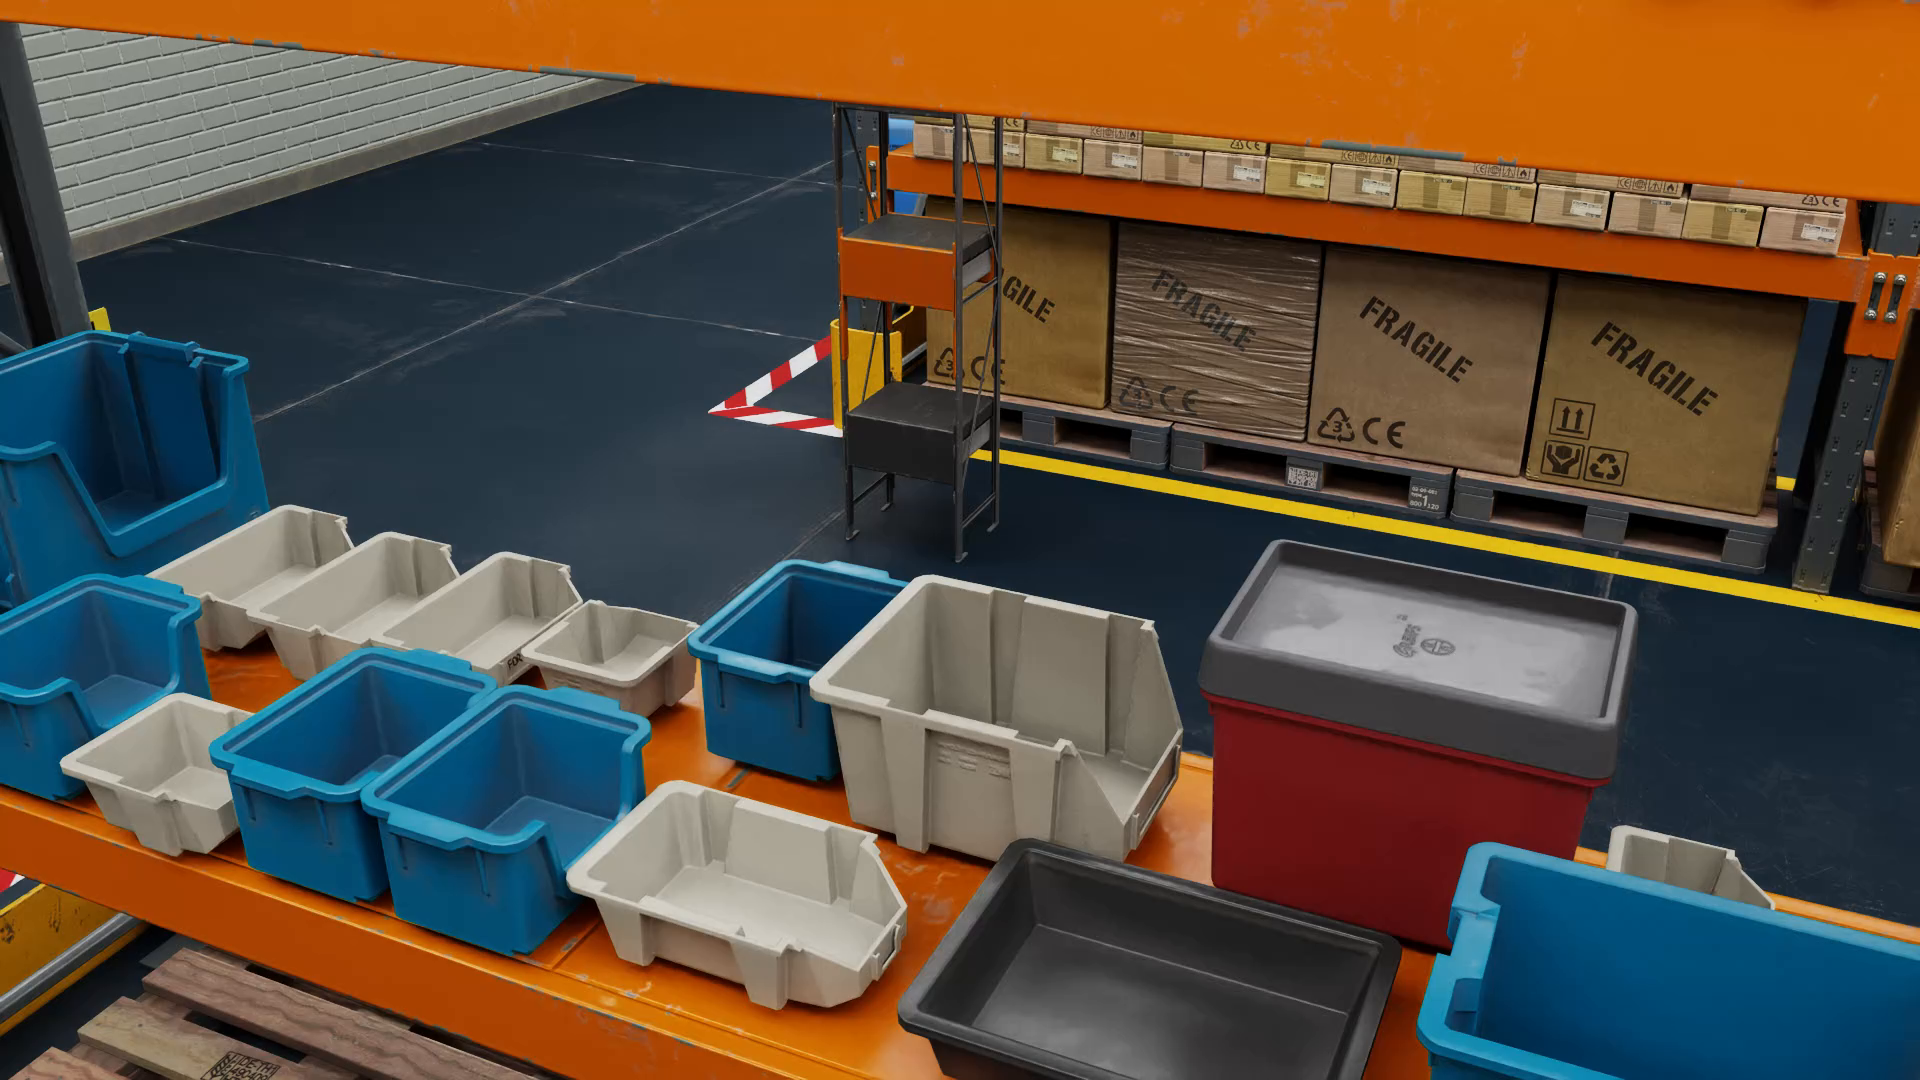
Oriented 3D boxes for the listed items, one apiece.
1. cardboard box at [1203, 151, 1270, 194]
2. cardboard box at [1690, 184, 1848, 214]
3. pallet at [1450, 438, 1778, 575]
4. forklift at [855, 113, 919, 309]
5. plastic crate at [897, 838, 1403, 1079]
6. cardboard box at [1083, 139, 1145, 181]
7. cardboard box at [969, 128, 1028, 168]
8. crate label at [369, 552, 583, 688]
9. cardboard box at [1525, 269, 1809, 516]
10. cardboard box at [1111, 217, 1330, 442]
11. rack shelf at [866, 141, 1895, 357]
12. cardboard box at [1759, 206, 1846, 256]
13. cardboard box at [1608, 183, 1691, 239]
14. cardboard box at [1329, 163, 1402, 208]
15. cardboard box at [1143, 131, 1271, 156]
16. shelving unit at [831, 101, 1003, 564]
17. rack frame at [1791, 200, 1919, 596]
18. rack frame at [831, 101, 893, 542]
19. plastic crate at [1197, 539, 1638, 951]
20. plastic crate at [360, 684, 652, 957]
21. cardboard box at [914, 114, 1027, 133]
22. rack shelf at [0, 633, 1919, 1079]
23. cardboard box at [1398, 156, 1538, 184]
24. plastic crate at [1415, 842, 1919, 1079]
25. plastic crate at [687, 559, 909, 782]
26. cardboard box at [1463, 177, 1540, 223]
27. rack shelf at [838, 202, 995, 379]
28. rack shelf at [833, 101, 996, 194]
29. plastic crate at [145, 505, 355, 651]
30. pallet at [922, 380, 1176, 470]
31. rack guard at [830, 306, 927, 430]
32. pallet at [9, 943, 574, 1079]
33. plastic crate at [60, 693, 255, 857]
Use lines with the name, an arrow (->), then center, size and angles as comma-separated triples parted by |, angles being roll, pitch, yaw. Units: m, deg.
cardboard box -> 1.162, -1.531, 6.749 | 0.250, 0.149, 0.380 | 11, 28, 21
cardboard box -> 2.935, -1.386, 6.002 | 0.500, 0.250, 0.500 | 11, 28, 21
pallet -> 2.785, -0.264, 7.047 | 1.213, 0.211, 1.003 | 11, 28, 22
forklift -> 0.991, -2.637, 8.788 | 3.031, 2.935, 1.130 | 8, 27, 15
plastic crate -> 0.265, 0.647, 2.283 | 0.590, 0.125, 0.437 | 11, 28, 22
cardboard box -> 0.696, -1.625, 6.939 | 0.250, 0.149, 0.380 | 11, 28, 21
cardboard box -> 0.225, -1.719, 7.130 | 0.250, 0.149, 0.380 | 11, 28, 21
crate label -> -0.908, 0.183, 3.212 | 0.243, 0.136, 0.396 | 11, 28, 22
cardboard box -> 2.877, -0.732, 6.772 | 0.875, 0.875, 0.875 | 11, 28, 22
cardboard box -> 1.248, -1.060, 7.436 | 0.875, 0.875, 0.875 | 11, 28, 22
rack shelf -> 1.625, -1.387, 6.986 | 4.000, 0.370, 1.077 | 11, 28, 22
cardboard box -> 3.032, -1.156, 5.986 | 0.250, 0.149, 0.380 | 12, 28, 22
cardboard box -> 2.564, -1.250, 6.177 | 0.250, 0.149, 0.380 | 11, 28, 21
cardboard box -> 1.631, -1.437, 6.558 | 0.250, 0.149, 0.380 | 12, 29, 23
cardboard box -> 1.061, -1.760, 6.762 | 0.500, 0.250, 0.500 | 10, 28, 20
shelving unit -> -0.151, -0.972, 6.348 | 0.503, 2.100, 0.431 | 11, 28, 22
rack frame -> 3.445, -1.344, 6.085 | 0.127, 3.000, 1.000 | 11, 28, 22
rack frame -> -0.373, -1.017, 6.438 | 0.015, 2.100, 0.400 | 11, 28, 22
plastic crate -> 0.686, 0.327, 2.549 | 0.583, 0.464, 0.402 | 11, 28, 22
plastic crate -> -0.686, 0.437, 2.588 | 0.300, 0.233, 0.416 | 11, 28, 22
cardboard box -> 0.129, -1.946, 7.139 | 0.500, 0.250, 0.500 | 11, 28, 20
rack shelf -> -0.426, 0.604, 2.941 | 4.000, 0.370, 1.077 | 11, 28, 22
cardboard box -> 1.998, -1.573, 6.381 | 0.500, 0.250, 0.500 | 12, 29, 23
plastic crate -> 0.829, 0.679, 1.925 | 0.575, 0.384, 0.392 | 11, 28, 22
plastic crate -> -0.271, 0.236, 2.995 | 0.300, 0.233, 0.416 | 11, 28, 22
cardboard box -> 2.095, -1.344, 6.368 | 0.250, 0.149, 0.380 | 12, 29, 23
rack shelf -> -0.151, -0.960, 6.354 | 0.480, 0.518, 0.431 | 11, 28, 22
rack shelf -> -0.151, -1.588, 6.045 | 0.480, 0.518, 0.431 | 11, 28, 22
plastic crate -> -1.429, 0.084, 3.415 | 0.243, 0.136, 0.396 | 11, 28, 22
pallet -> 0.564, -0.710, 7.953 | 1.213, 0.211, 1.003 | 11, 28, 22
rack guard -> -0.218, -0.959, 8.131 | 0.348, 0.500, 1.175 | 11, 28, 22
pallet -> -1.512, 1.333, 3.803 | 1.213, 0.211, 1.003 | 11, 28, 22
plastic crate -> -1.283, 0.401, 2.771 | 0.298, 0.136, 0.250 | 11, 28, 22
